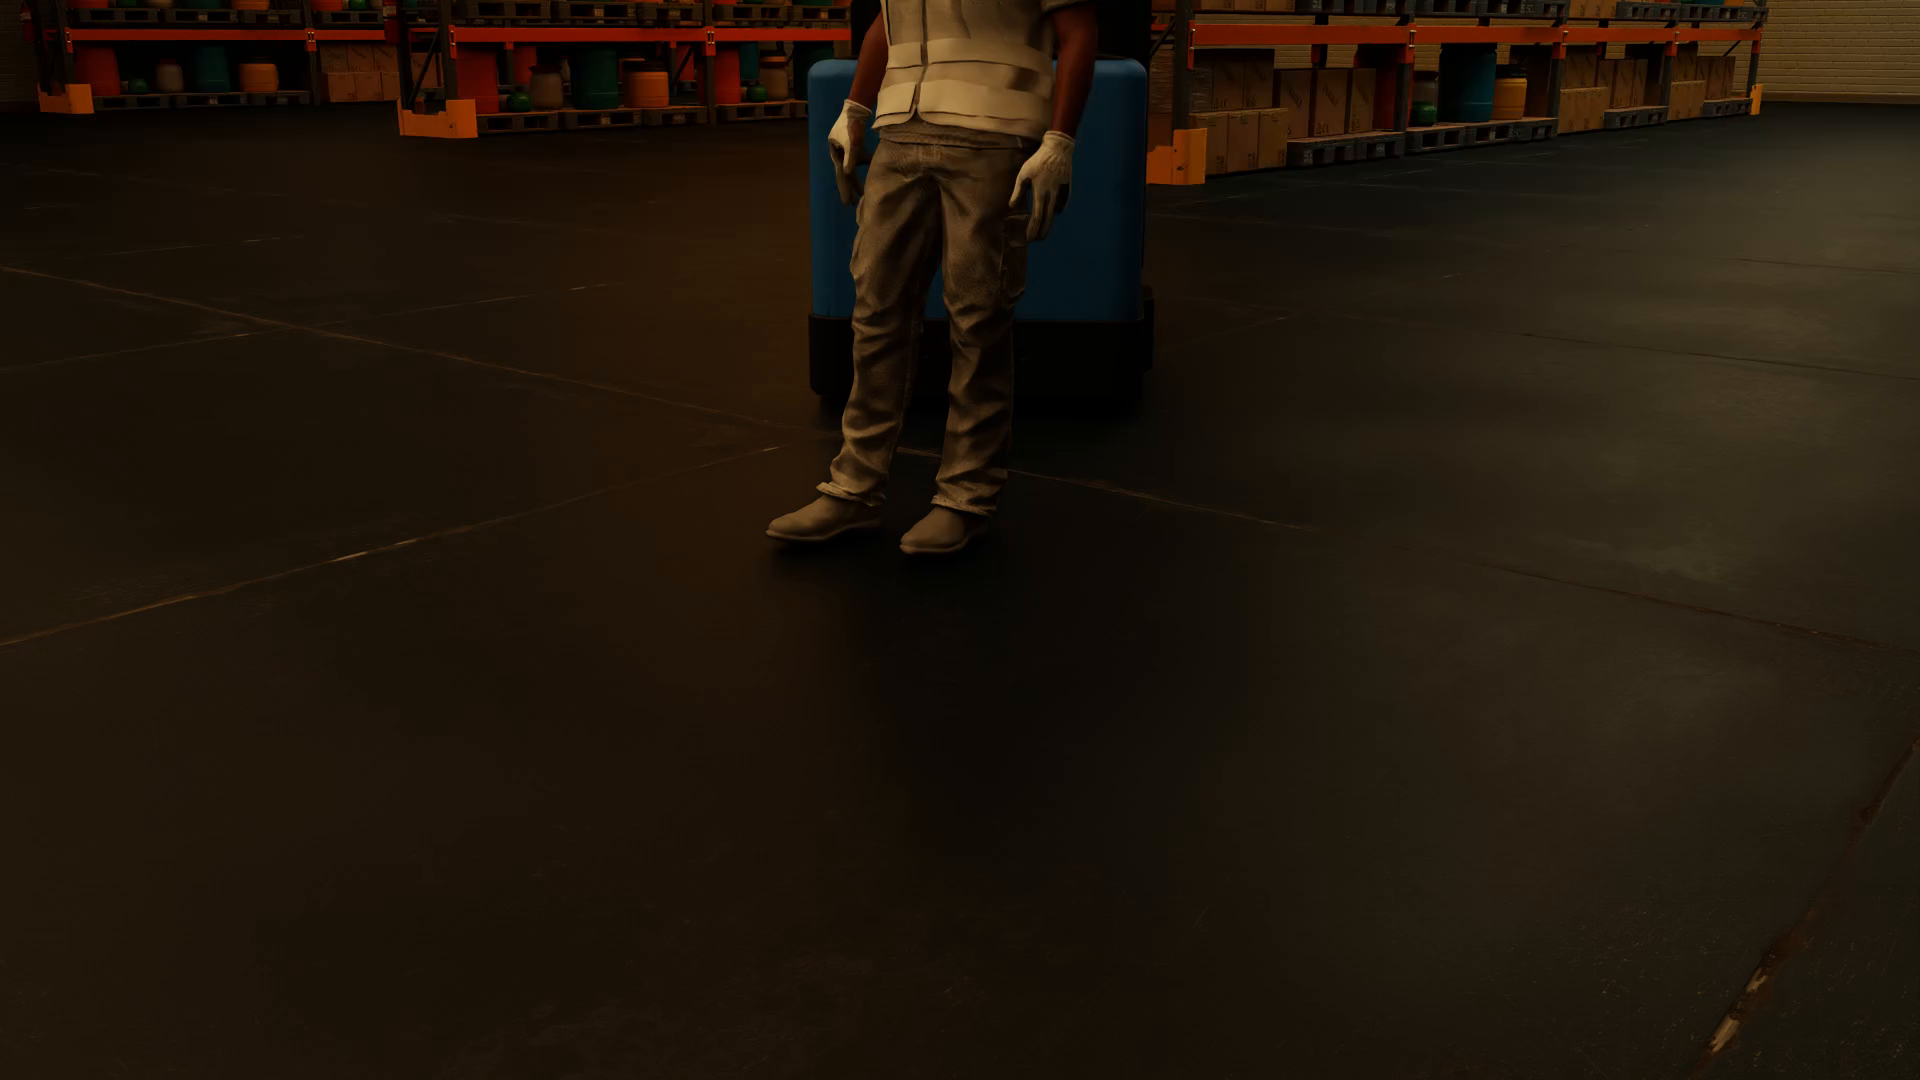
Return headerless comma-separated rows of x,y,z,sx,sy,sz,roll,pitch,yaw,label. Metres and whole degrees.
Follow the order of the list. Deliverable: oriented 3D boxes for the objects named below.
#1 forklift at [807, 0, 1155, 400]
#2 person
0.169,-2.214,6.189,1.130,2.935,3.031,1,17,5,forklift
-0.052,-0.845,3.632,0.656,1.784,0.575,13,21,37,person
